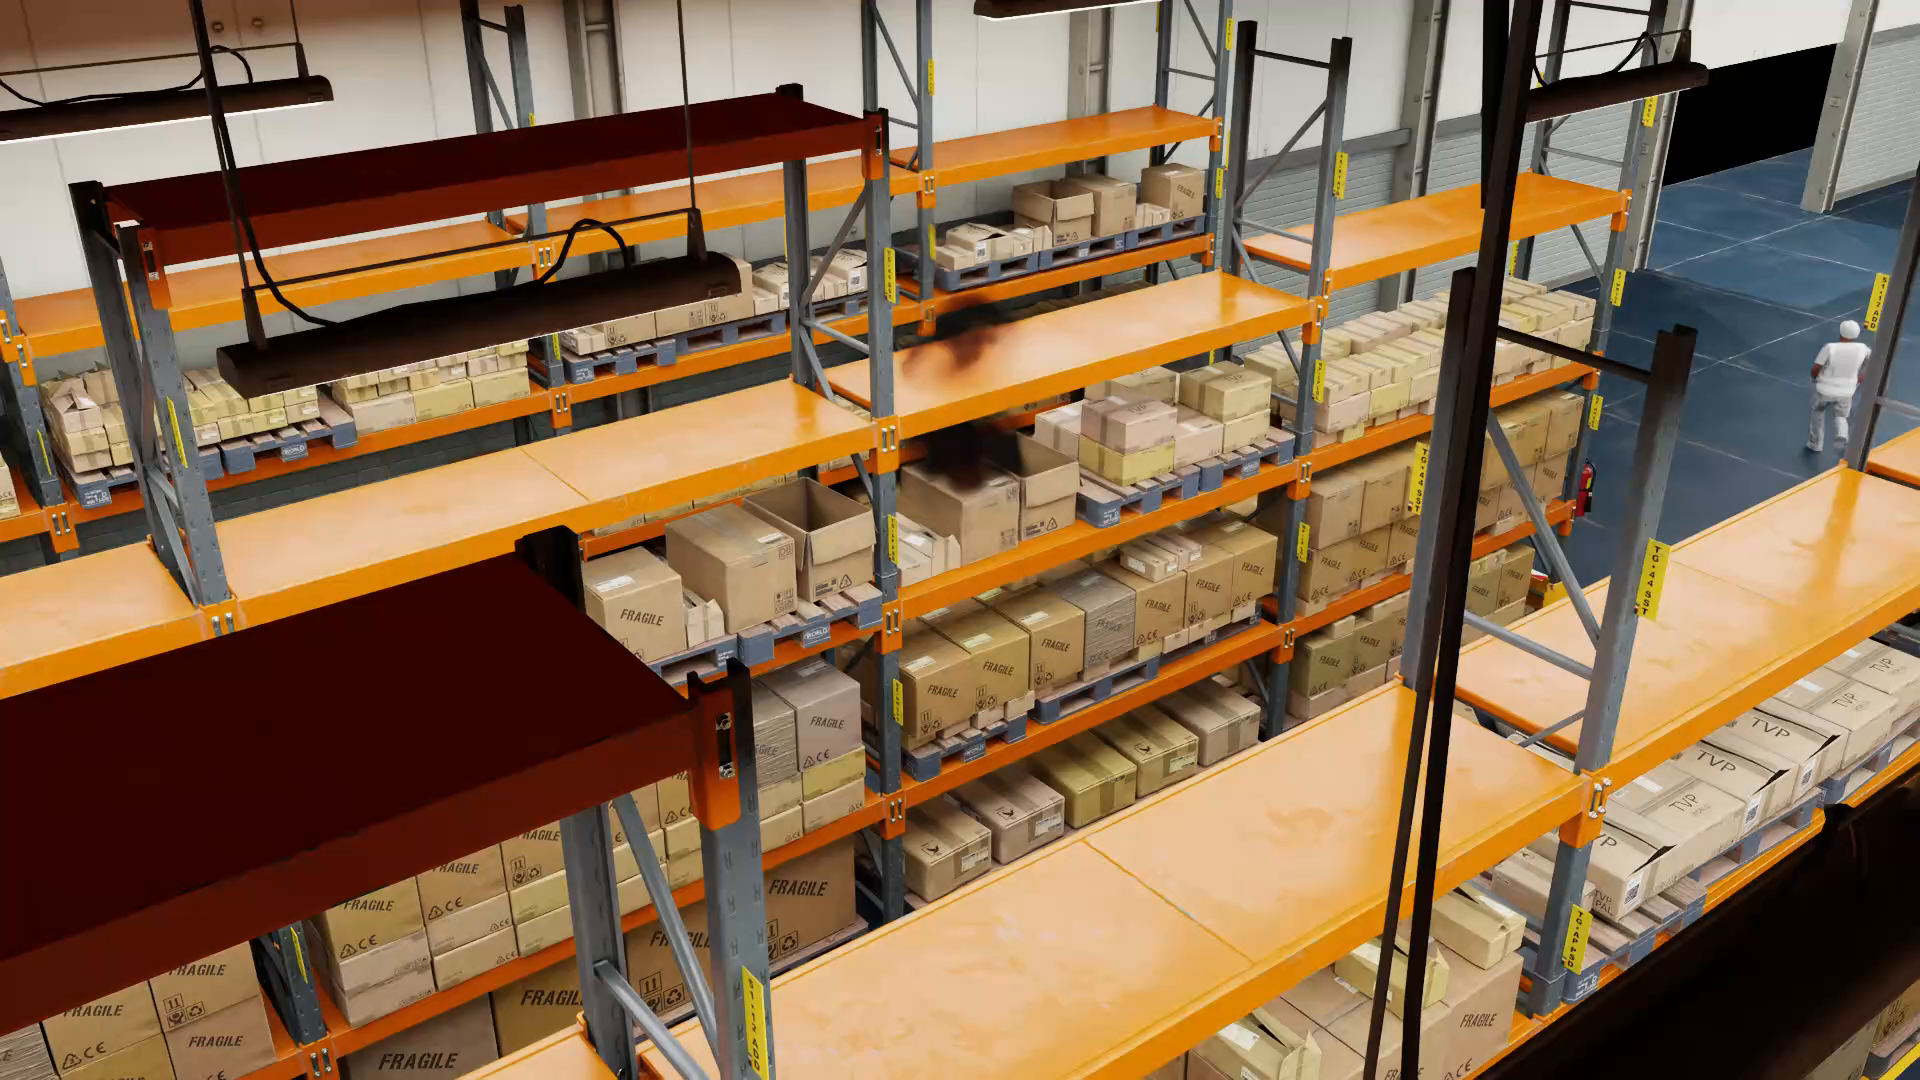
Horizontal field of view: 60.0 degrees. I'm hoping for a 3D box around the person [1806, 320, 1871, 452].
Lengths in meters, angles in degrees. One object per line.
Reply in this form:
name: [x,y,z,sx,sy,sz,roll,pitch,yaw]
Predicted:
person: [10.423,-1.768,19.794,0.676,1.750,0.898,8,27,15]
